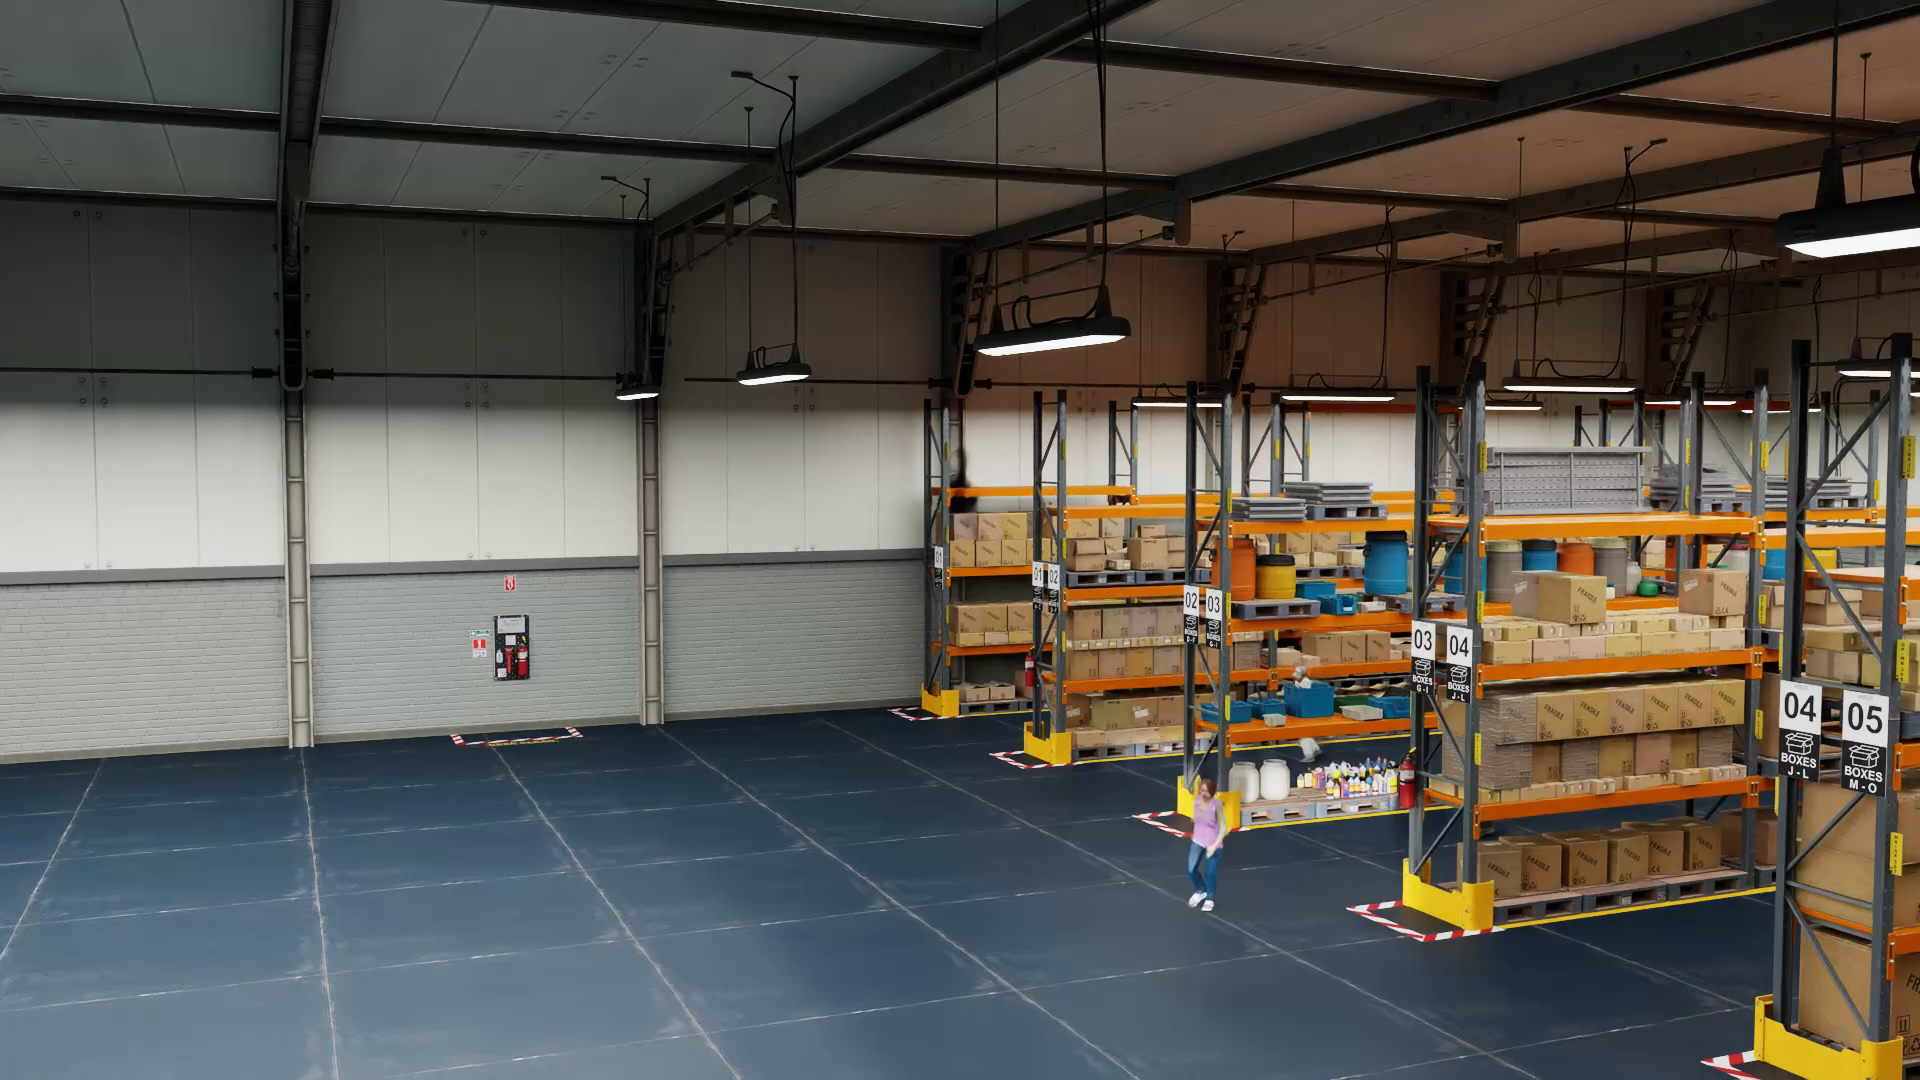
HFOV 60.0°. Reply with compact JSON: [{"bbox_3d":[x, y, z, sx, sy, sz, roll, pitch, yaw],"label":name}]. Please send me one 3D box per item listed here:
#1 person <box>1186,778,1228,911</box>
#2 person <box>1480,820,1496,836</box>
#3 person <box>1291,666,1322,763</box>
[{"bbox_3d":[2.705,3.325,18.094,0.503,1.532,0.703,2,4,30],"label":"person"},{"bbox_3d":[6.882,3.068,21.735,0.581,1.687,0.799,-1,4,-18],"label":"person"},{"bbox_3d":[5.590,2.793,26.812,0.673,1.587,0.760,-1,3,-11],"label":"person"}]
